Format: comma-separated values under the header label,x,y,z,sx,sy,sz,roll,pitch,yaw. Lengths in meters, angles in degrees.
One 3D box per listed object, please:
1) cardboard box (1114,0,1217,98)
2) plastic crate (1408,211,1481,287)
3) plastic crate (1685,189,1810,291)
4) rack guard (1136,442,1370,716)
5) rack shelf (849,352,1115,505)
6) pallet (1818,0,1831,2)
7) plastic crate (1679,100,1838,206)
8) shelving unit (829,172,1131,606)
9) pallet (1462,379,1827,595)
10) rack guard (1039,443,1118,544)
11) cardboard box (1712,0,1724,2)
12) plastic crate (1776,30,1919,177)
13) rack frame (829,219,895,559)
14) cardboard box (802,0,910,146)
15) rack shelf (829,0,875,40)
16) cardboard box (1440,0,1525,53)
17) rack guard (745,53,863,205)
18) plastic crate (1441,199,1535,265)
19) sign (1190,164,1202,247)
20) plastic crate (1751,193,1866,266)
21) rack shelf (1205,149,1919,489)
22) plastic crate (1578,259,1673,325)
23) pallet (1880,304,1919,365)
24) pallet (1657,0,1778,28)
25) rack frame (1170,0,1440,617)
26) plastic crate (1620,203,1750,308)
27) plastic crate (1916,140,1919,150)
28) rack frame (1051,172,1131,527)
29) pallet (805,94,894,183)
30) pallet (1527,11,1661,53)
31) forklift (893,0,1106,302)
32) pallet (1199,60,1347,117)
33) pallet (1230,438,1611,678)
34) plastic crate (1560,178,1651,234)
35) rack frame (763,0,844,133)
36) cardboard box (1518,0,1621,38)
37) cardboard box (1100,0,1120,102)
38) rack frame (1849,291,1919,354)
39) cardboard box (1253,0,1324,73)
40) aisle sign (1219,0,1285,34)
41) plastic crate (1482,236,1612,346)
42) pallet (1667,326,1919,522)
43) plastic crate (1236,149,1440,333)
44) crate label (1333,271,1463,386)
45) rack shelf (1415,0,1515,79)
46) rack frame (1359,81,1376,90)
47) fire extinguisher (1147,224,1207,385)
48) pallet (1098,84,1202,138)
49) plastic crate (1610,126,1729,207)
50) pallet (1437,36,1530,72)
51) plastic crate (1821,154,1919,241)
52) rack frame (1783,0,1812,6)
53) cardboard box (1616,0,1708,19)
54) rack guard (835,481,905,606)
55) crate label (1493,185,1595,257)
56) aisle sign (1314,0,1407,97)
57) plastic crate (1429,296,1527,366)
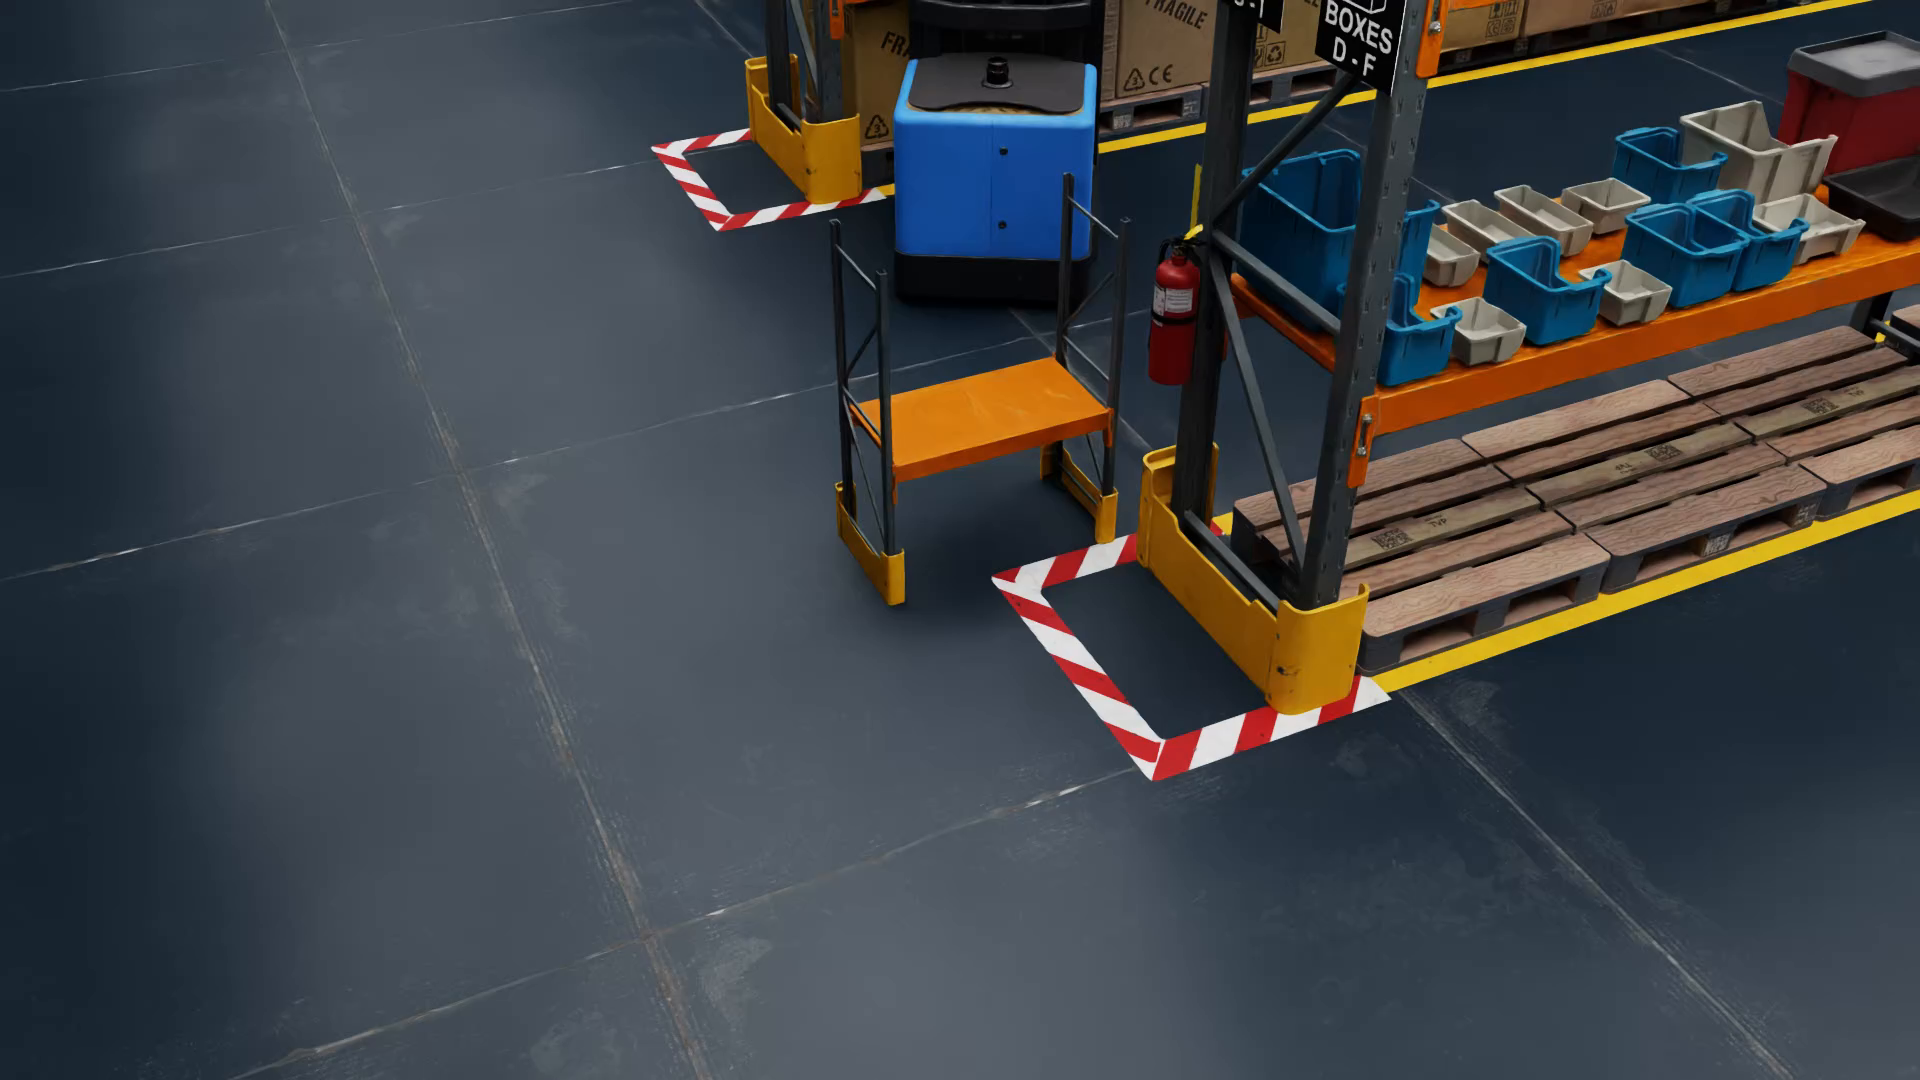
label,x,y,z,sx,sy,sz,roll,pitch,yaw
cardboard box,1.224,-3.540,10.936,0.875,0.875,0.875,-16,39,-20
plastic crate,1.815,-1.116,6.407,0.243,0.136,0.396,-16,39,-20
plastic crate,2.981,-1.144,6.365,0.300,0.233,0.416,-16,39,-20
rack guard,1.137,0.124,6.664,0.348,0.500,1.175,-16,39,-20
rack shelf,0.077,-0.480,6.940,1.000,0.185,0.538,-16,39,-20
pallet,6.999,-4.666,13.364,1.213,0.211,1.003,-16,39,-20
plastic crate,3.314,-1.595,6.932,0.530,0.282,0.437,-16,39,-20
shelving unit,0.069,-0.622,6.829,1.083,1.500,0.587,-16,39,-20
pallet,3.020,-0.268,7.434,1.213,0.211,1.003,-16,39,-20
rack guard,0.520,-0.246,7.371,0.087,0.250,0.587,-16,39,-20
cardboard box,5.658,-4.741,12.555,0.875,0.875,1.225,-17,40,-22
plastic crate,3.860,-1.865,7.142,0.583,0.464,0.402,-16,39,-20
rack frame,-0.383,-0.495,6.659,0.032,1.500,0.500,-16,39,-20
cardboard box,-0.405,-3.085,10.322,0.875,0.875,0.875,-16,39,-20
rack shelf,0.860,-3.782,10.435,4.000,0.370,1.077,-16,39,-20
cardboard box,3.241,-4.065,11.644,0.875,0.875,1.225,-15,39,-20
rack guard,-0.972,-2.554,10.274,0.348,0.500,1.175,-16,39,-20
plastic crate,2.083,-1.181,6.496,0.243,0.136,0.396,-16,39,-20
sign,0.905,-1.251,6.282,0.005,0.325,0.100,-16,39,-20
plastic crate,3.326,-1.221,6.549,0.466,0.136,0.293,-16,39,-20
rack shelf,2.964,-1.111,6.833,4.000,0.370,1.077,-16,39,-20
plastic crate,2.457,-0.905,6.123,0.298,0.136,0.250,-16,39,-20
pallet,5.491,-0.959,8.365,1.213,0.211,1.003,-16,39,-20
pallet,5.546,-4.310,12.884,1.213,0.211,1.003,-16,39,-20
rack frame,1.154,-0.893,5.937,0.127,3.000,1.000,-16,39,-20
plastic crate,2.709,-1.068,6.263,0.300,0.233,0.416,-16,39,-20
plastic crate,4.293,-1.783,7.307,0.243,0.136,0.396,-16,39,-20
rack frame,0.537,-0.753,7.006,0.032,1.500,0.500,-16,39,-20
pallet,-0.260,-2.689,10.698,1.213,0.211,1.003,-16,39,-20
pallet,4.443,-4.004,12.471,1.213,0.211,1.003,-16,39,-20
forklift,0.279,-3.305,9.245,1.130,2.935,3.031,3,37,4
pallet,1.949,-3.307,11.531,1.213,0.211,1.003,-16,39,-20
pallet,1.917,0.039,7.021,1.213,0.211,1.003,-16,39,-20
plastic crate,2.585,-1.350,6.723,0.250,0.136,0.298,-16,39,-20
rack frame,-0.951,-3.564,9.538,0.127,3.000,1.000,-16,39,-20
cardboard box,4.050,-4.292,11.949,0.875,0.875,1.225,-17,40,-21
cardboard box,0.418,-3.315,10.633,0.875,0.875,0.875,-16,39,-20
rack frame,4.775,-1.906,7.302,0.127,3.000,1.000,-16,39,-20
cardboard box,2.039,-3.768,11.244,0.875,0.875,0.875,-16,39,-20
aisle sign,0.964,-2.077,5.351,0.004,0.787,0.394,-16,39,-20
plastic crate,2.113,-0.902,6.038,0.300,0.233,0.416,-16,39,-20
pallet,4.126,-0.579,7.853,1.213,0.211,1.003,-16,39,-20
plastic crate,1.377,-1.117,6.158,0.499,0.435,0.616,-16,39,-20
crate label,1.517,-0.735,5.813,0.303,0.233,0.416,-16,39,-20
rack shelf,2.964,-2.315,5.940,4.000,0.370,1.077,-16,39,-20
rack frame,2.670,-4.577,10.903,0.127,3.000,1.000,-16,39,-20
fire extinguisher,0.824,-0.919,6.350,0.183,0.674,0.296,-16,39,-20
pallet,0.843,-2.995,11.111,1.213,0.211,1.003,-16,39,-20
plastic crate,2.904,-1.508,6.856,0.300,0.233,0.416,-16,39,-20
pallet,3.337,-3.693,12.052,1.213,0.211,1.003,-16,39,-20
plastic crate,3.876,-1.391,6.788,0.590,0.125,0.437,-16,39,-20
rack frame,6.291,-5.589,12.268,0.127,3.000,1.000,-16,39,-20
cardboard box,4.847,-4.520,12.257,0.875,0.875,1.225,-15,39,-20
rack guard,-0.382,0.006,7.032,0.087,0.250,0.587,-16,39,-20
crate label,2.325,-1.265,6.608,0.243,0.136,0.396,-16,39,-20
aisle sign,1.215,-1.759,4.922,0.004,0.787,0.394,-16,39,-20
plastic crate,1.843,-0.733,5.891,0.298,0.136,0.250,-16,39,-20
